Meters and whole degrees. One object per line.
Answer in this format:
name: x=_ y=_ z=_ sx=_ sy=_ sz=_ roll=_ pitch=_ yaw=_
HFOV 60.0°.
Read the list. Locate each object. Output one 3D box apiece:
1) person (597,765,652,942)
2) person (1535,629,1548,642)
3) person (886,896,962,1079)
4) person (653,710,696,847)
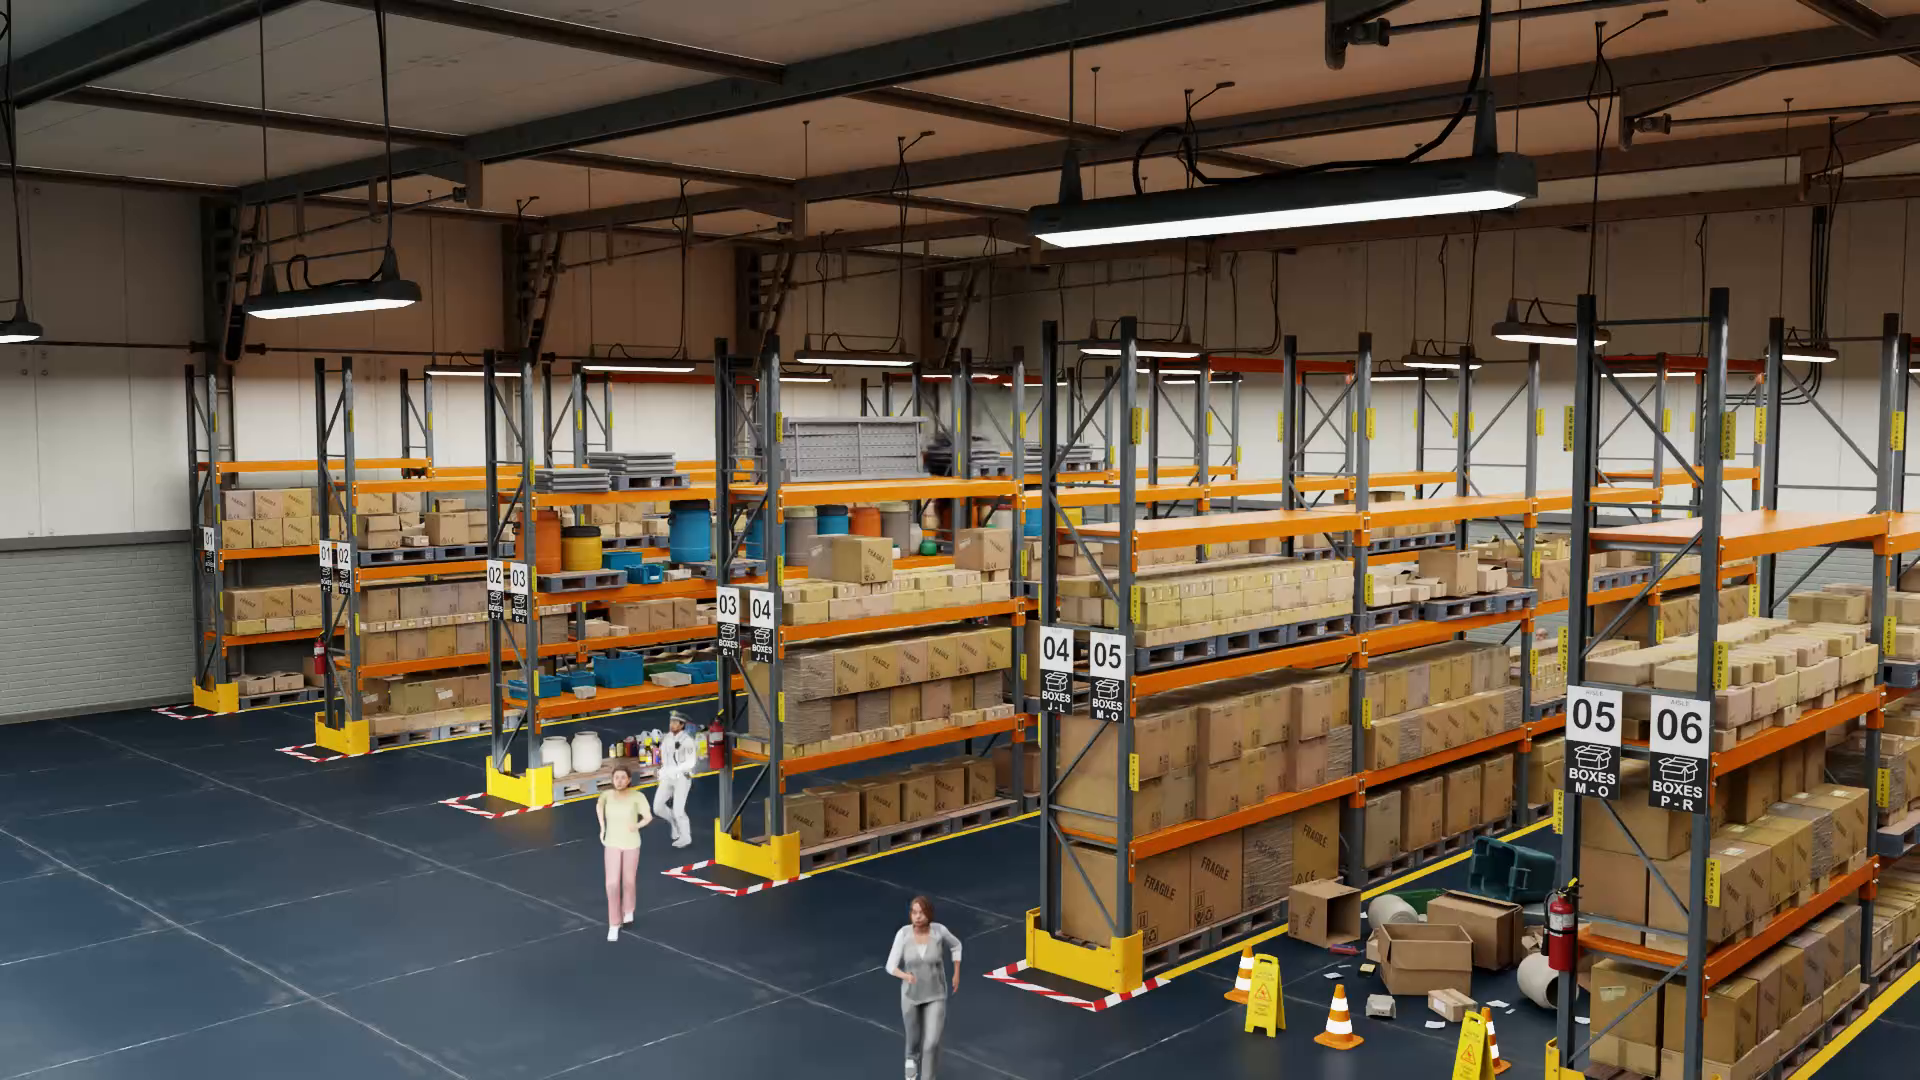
person: x=-3.335 y=3.075 z=16.530 sx=0.563 sy=1.723 sz=0.740 roll=-1 pitch=4 yaw=-8
person: x=9.182 y=2.274 z=26.296 sx=0.809 sy=1.764 sz=0.732 roll=-4 pitch=6 yaw=-40
person: x=-0.264 y=3.417 z=12.384 sx=0.549 sy=1.619 sz=0.874 roll=0 pitch=4 yaw=3
person: x=-3.388 y=2.828 z=19.686 sx=0.598 sy=1.651 sz=0.541 roll=3 pitch=5 yaw=33
